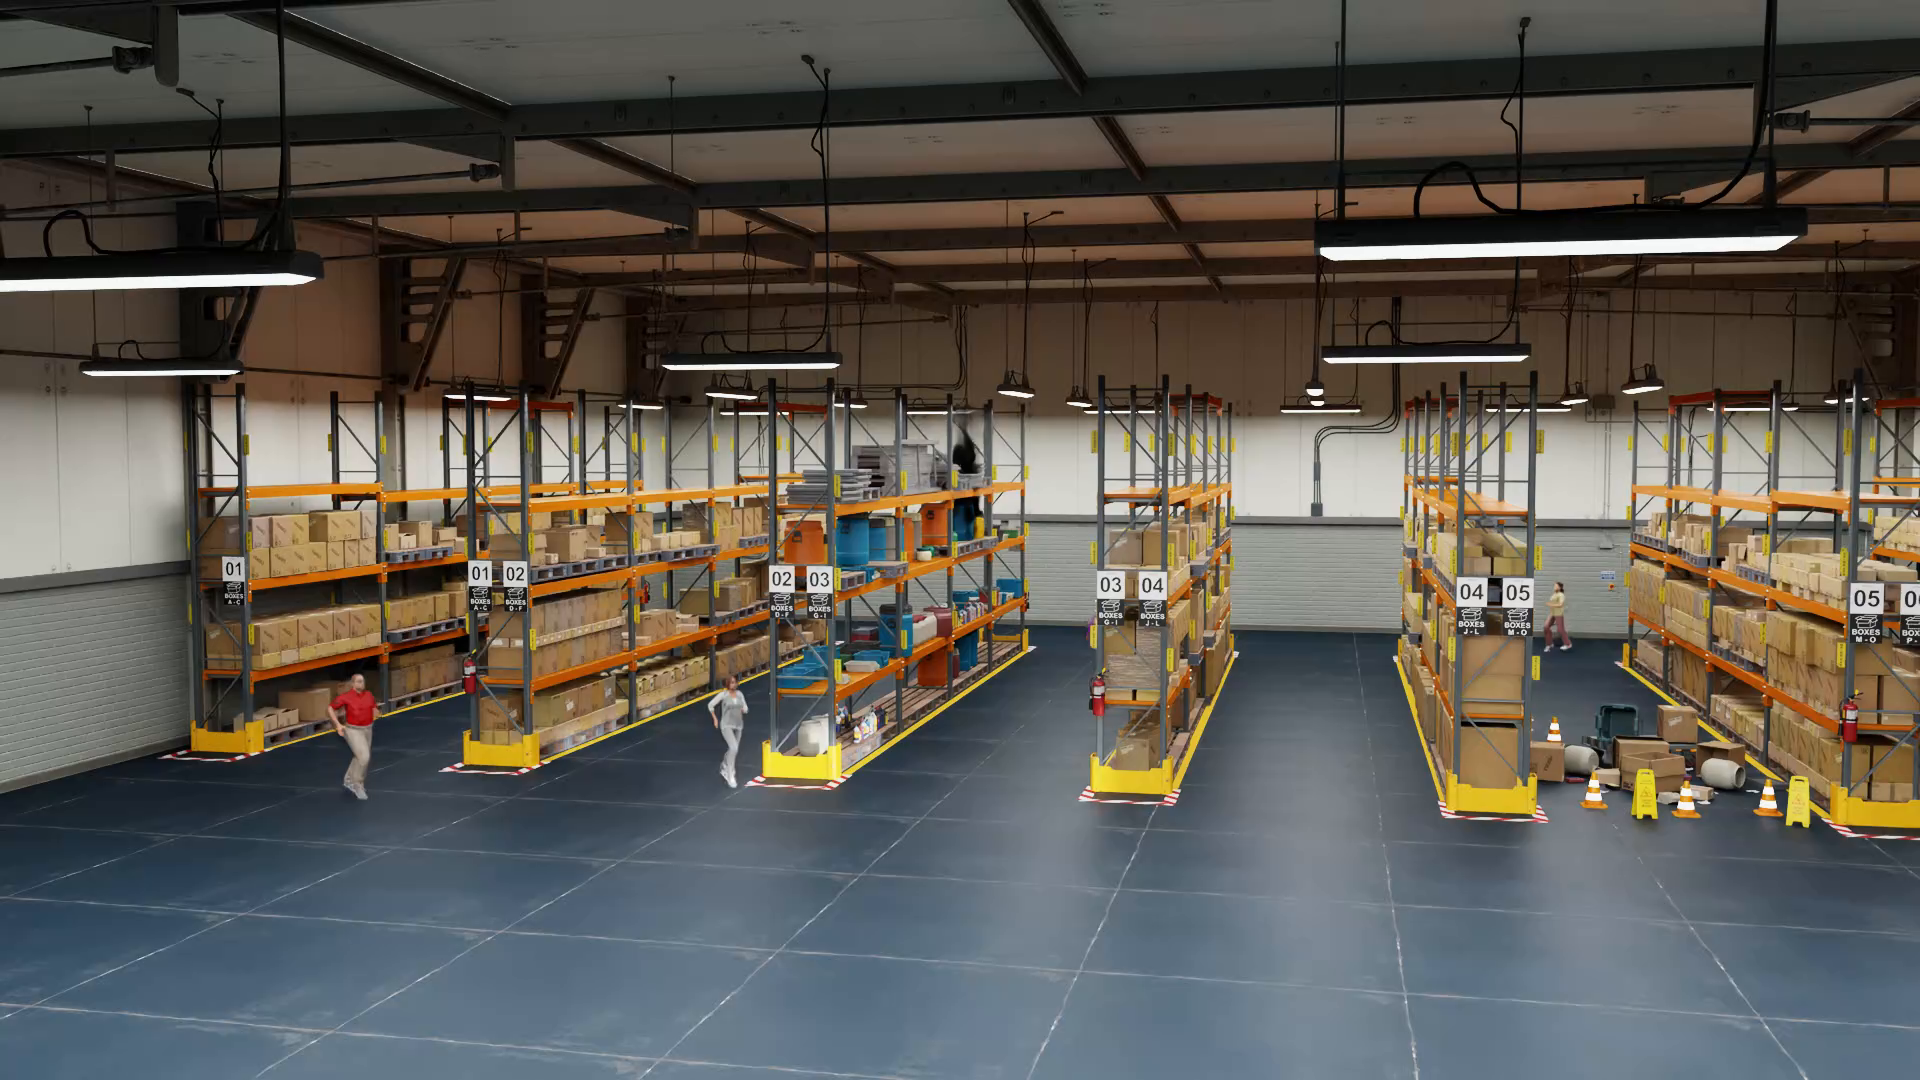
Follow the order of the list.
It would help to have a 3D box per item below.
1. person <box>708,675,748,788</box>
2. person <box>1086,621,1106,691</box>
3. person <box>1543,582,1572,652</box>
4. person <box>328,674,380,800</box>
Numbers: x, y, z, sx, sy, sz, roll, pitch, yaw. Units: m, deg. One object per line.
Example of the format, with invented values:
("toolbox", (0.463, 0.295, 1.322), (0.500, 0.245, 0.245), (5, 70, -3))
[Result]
("person", (-3.368, 2.803, 24.457), (0.504, 1.642, 0.708), (-3, 4, -41))
("person", (2.898, 2.234, 33.541), (0.709, 1.765, 0.824), (0, 3, 6))
("person", (14.461, 1.868, 40.224), (0.735, 1.725, 0.545), (-1, 3, -14))
("person", (-8.546, 2.803, 23.650), (0.767, 1.795, 0.633), (1, 4, 24))
